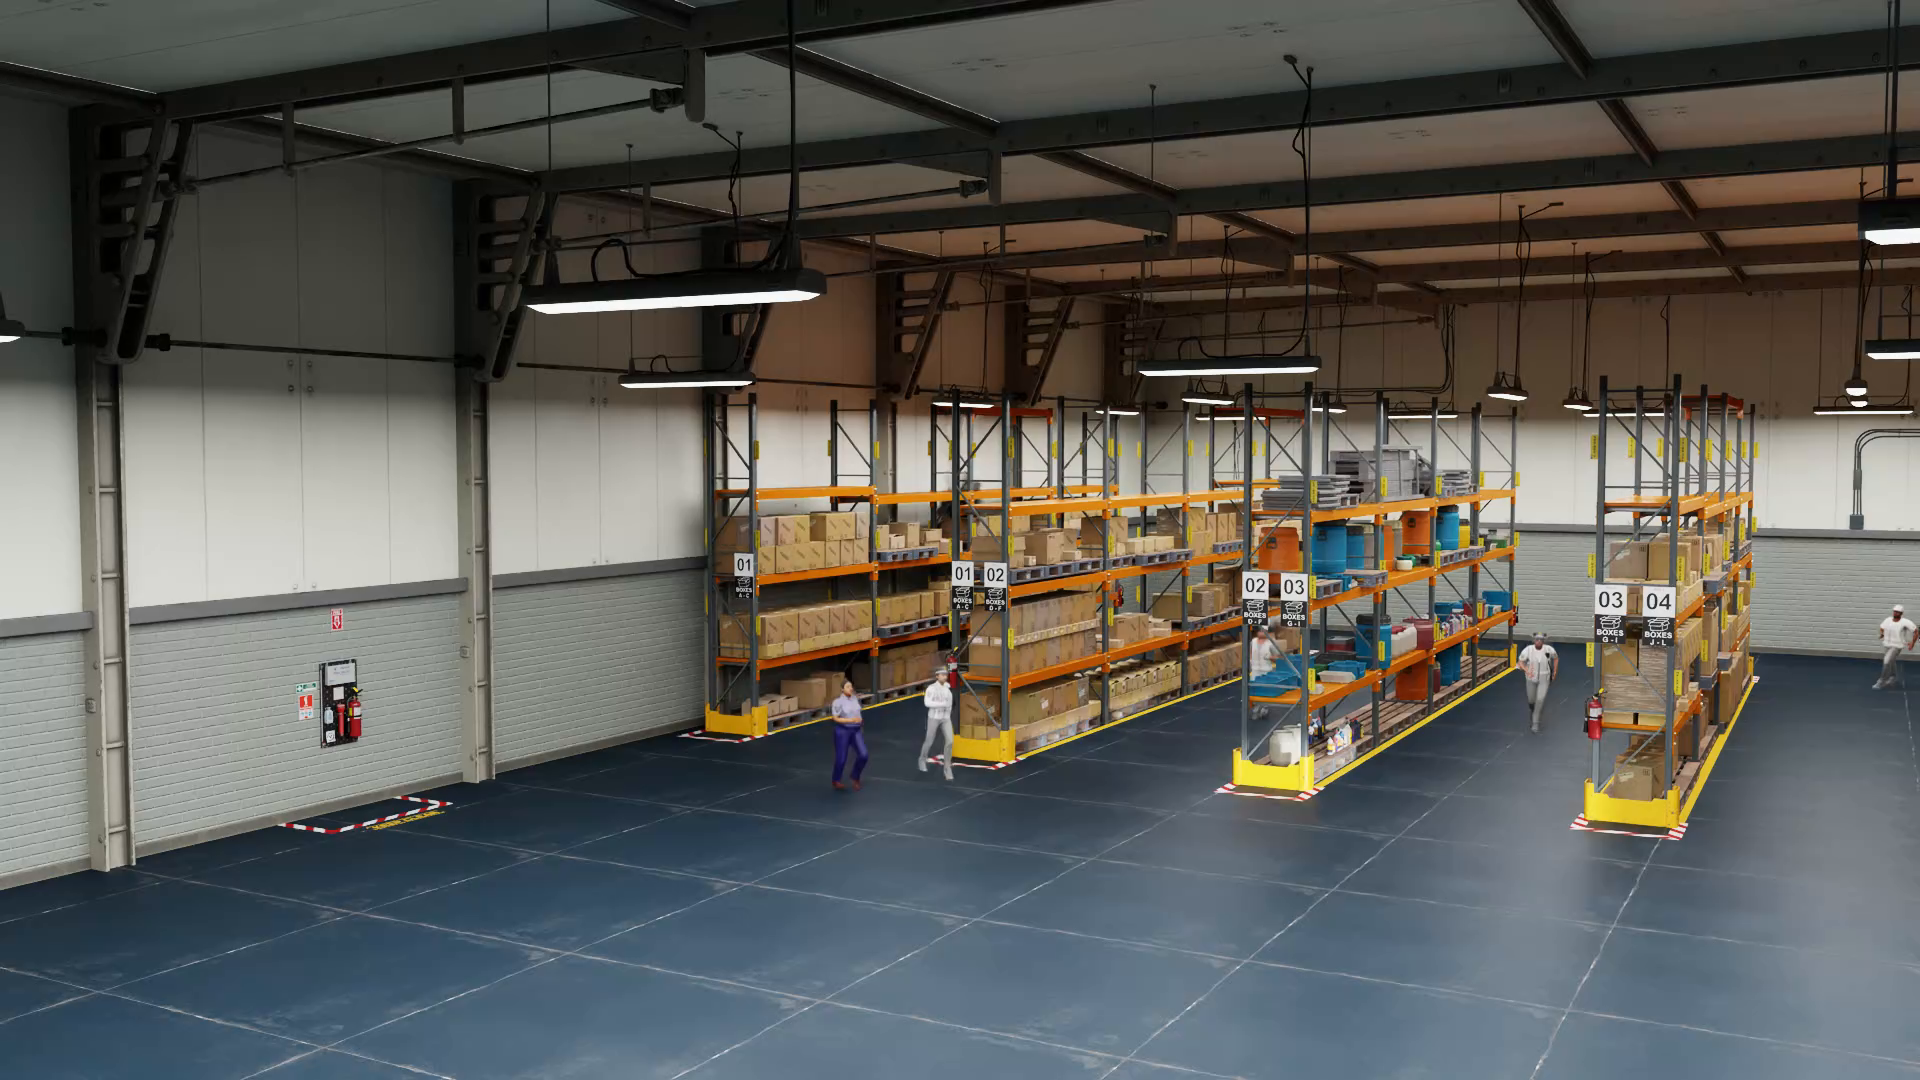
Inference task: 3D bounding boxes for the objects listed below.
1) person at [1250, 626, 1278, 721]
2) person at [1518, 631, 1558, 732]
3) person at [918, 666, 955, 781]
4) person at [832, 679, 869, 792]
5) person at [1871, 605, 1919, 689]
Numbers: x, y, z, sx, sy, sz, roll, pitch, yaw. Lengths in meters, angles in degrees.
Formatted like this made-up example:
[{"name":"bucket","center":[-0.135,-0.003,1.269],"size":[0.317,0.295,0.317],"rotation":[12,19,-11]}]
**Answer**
[{"name":"person","center":[5.553,2.454,30.751],"size":[0.636,1.810,0.680],"rotation":[1,3,20]},{"name":"person","center":[10.404,2.512,29.938],"size":[0.686,1.779,0.983],"rotation":[1,3,19]},{"name":"person","center":[-0.326,2.773,25.479],"size":[0.624,1.733,0.824],"rotation":[-2,4,-30]},{"name":"person","center":[-1.622,2.873,24.367],"size":[0.579,1.650,0.678],"rotation":[-2,4,-37]},{"name":"person","center":[19.486,2.230,34.704],"size":[0.865,1.772,0.764],"rotation":[-1,3,-21]}]
